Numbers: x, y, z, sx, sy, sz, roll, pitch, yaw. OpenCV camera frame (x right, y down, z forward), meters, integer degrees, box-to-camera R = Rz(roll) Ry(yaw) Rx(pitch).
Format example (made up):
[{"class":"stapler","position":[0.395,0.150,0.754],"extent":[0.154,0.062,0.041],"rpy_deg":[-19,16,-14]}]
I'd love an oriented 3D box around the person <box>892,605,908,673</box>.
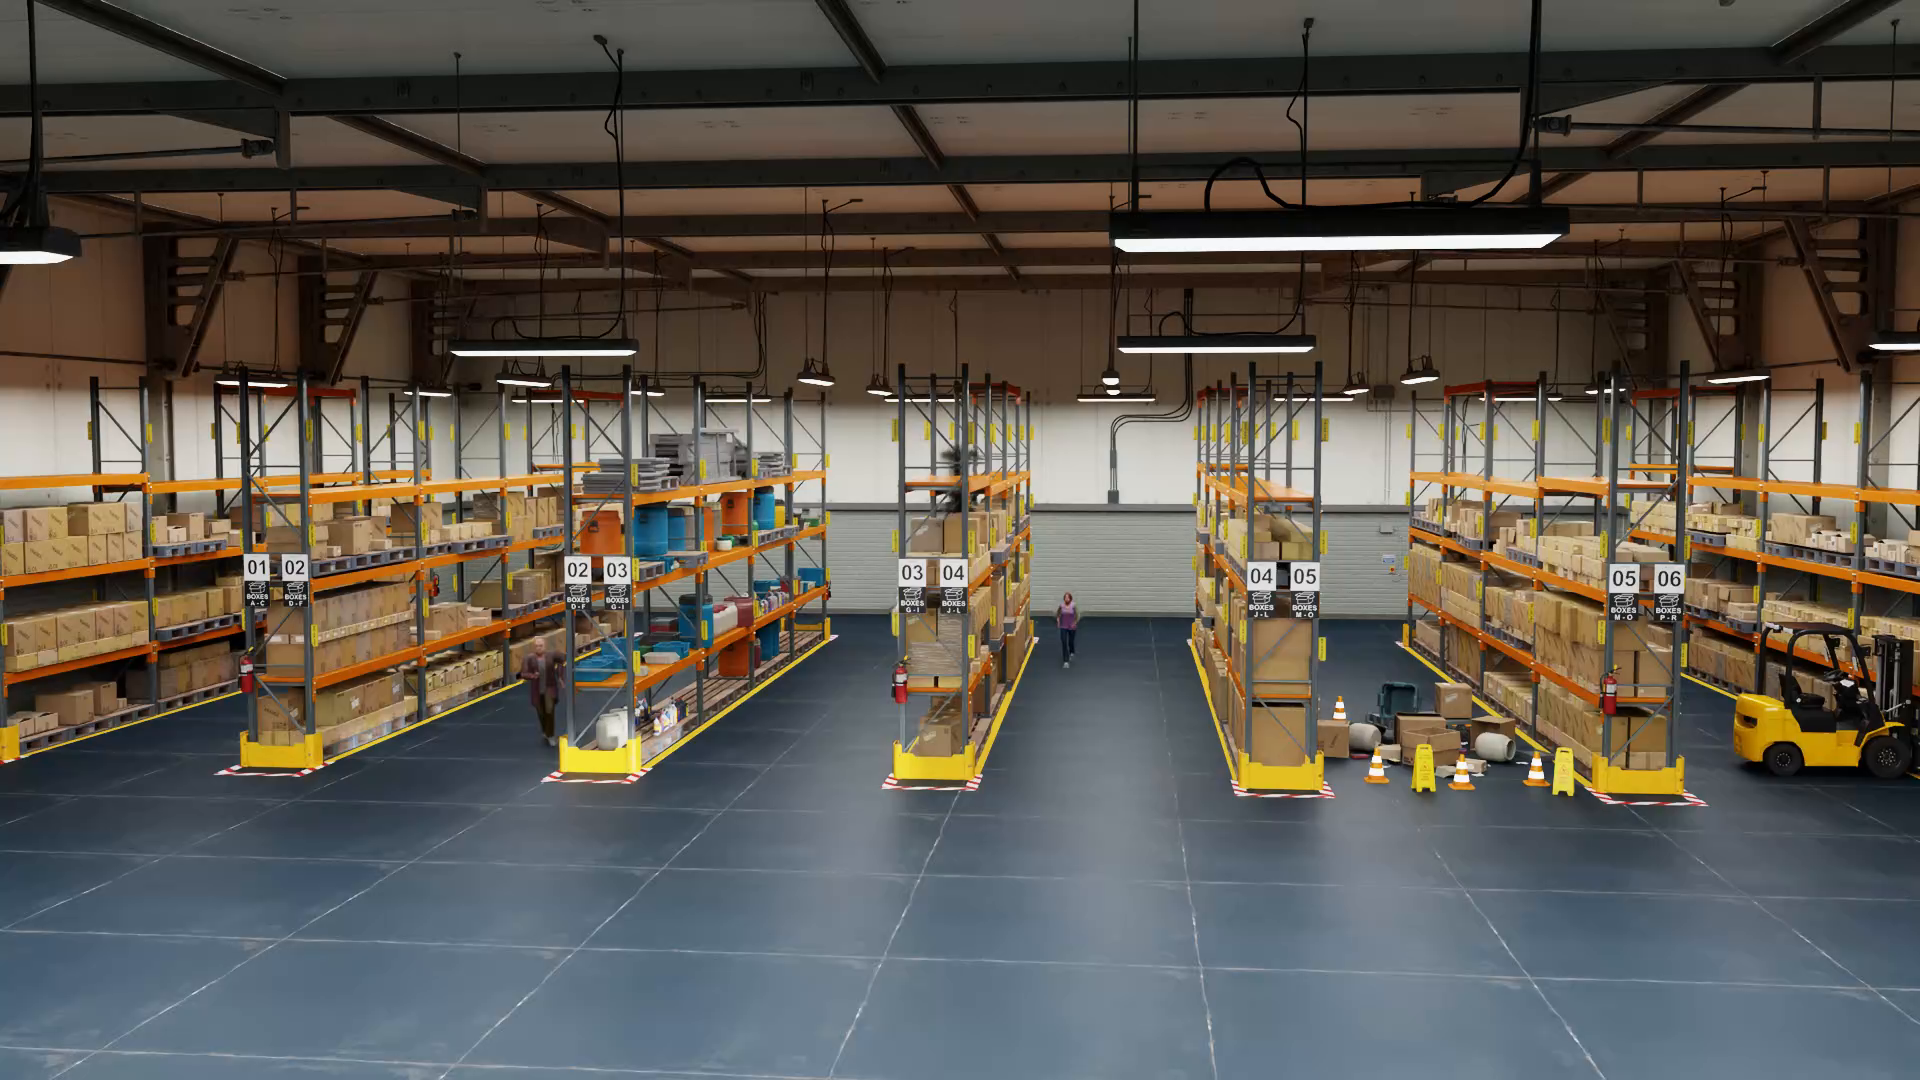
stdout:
[{"class":"person","position":[-1.064,1.942,34.624],"extent":[0.653,1.692,0.721],"rpy_deg":[-1,4,-11]}]

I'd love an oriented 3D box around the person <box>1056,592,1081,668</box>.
[{"class":"person","position":[2.326,1.920,35.804],"extent":[0.550,1.604,0.775],"rpy_deg":[1,4,8]}]

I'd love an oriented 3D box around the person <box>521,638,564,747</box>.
[{"class":"person","position":[-6.688,2.419,26.671],"extent":[0.626,1.729,1.037],"rpy_deg":[0,4,-4]}]
